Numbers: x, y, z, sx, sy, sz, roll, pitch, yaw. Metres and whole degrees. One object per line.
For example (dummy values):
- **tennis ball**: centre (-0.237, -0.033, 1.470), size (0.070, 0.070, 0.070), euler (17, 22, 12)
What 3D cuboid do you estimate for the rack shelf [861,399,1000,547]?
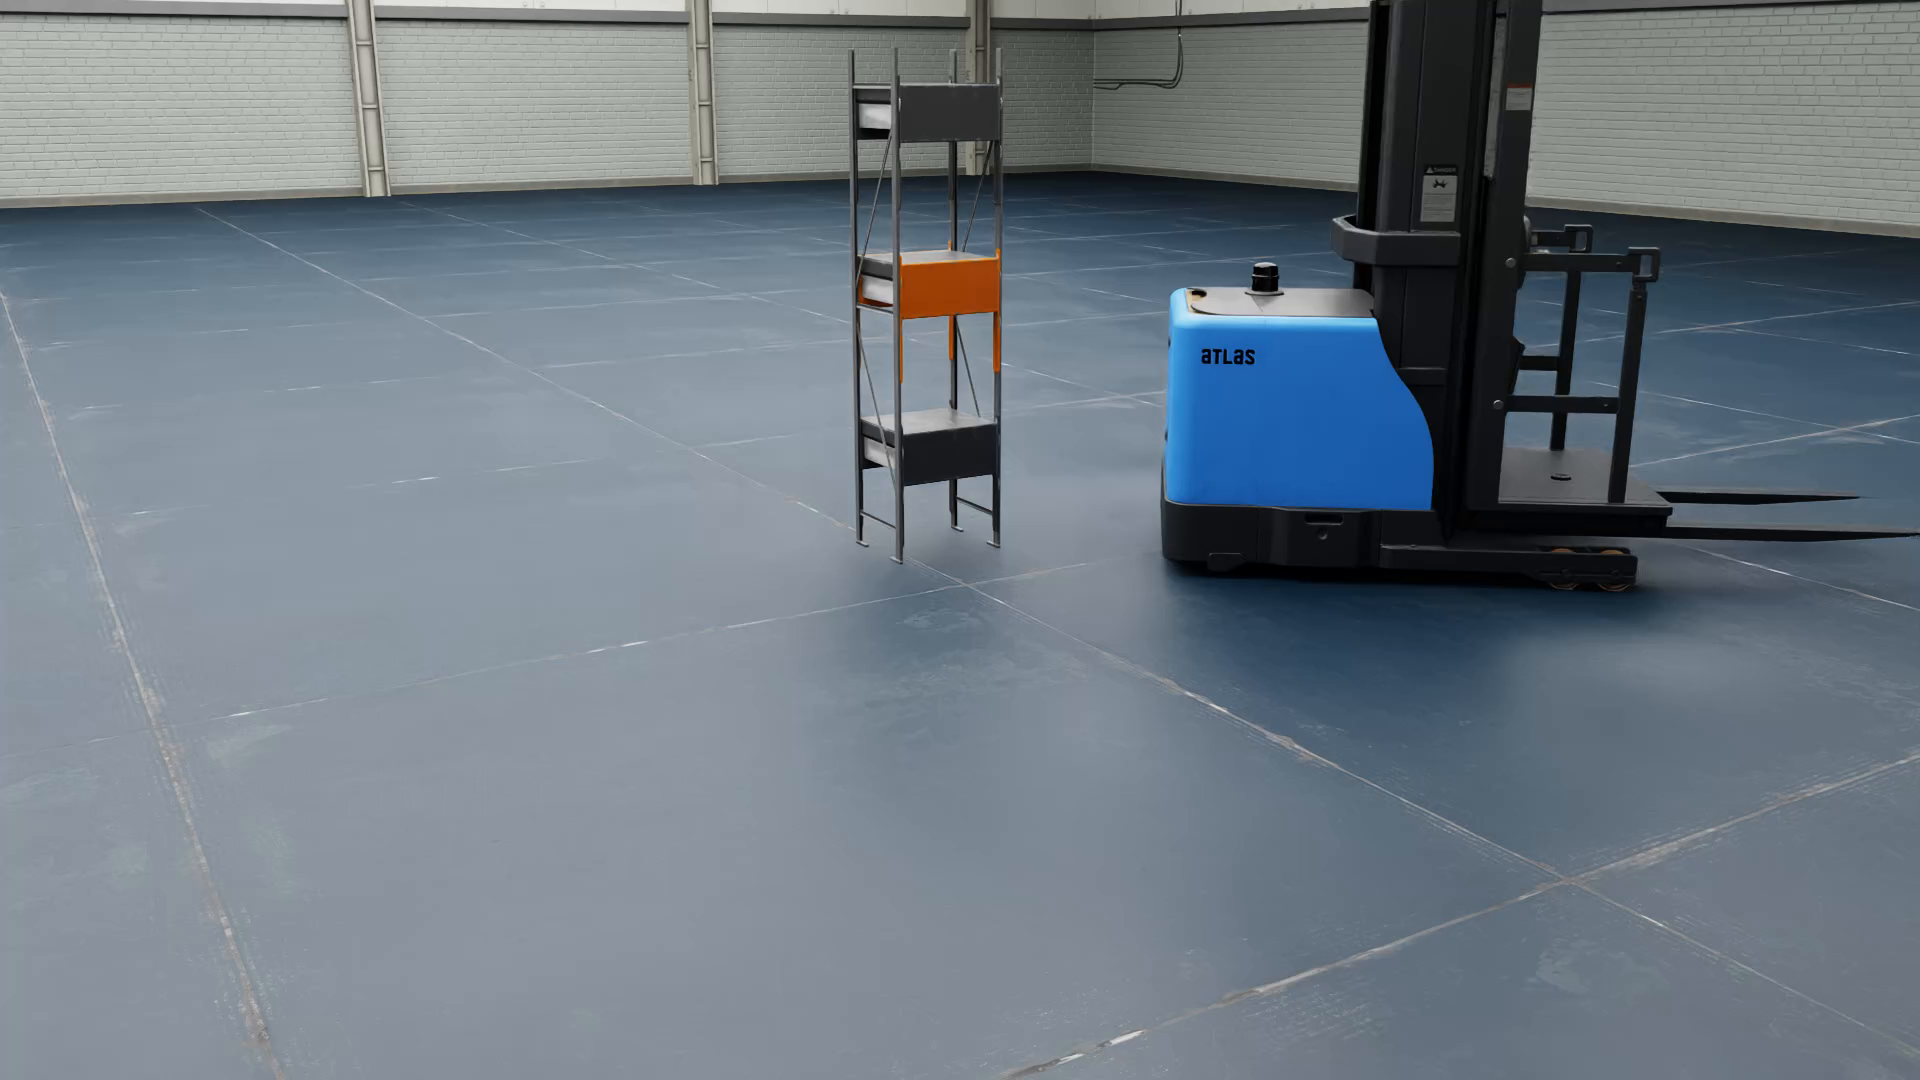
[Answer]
- **rack shelf**: centre (-0.142, -0.301, 7.237), size (0.480, 0.518, 0.431), euler (-9, 18, -30)

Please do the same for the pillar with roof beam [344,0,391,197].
- **pillar with roof beam**: centre (-7.711, -9.197, 23.547), size (0.400, 9.000, 9.100), euler (-9, 18, -30)

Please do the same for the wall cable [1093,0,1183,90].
- **wall cable**: centre (3.565, -10.470, 33.840), size (0.112, 2.526, 3.097), euler (-9, 18, -30)

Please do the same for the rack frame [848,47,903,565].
- **rack frame**: centre (-0.351, -0.954, 6.923), size (0.015, 2.100, 0.400), euler (-9, 18, -30)

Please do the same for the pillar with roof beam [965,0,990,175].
- **pillar with roof beam**: centre (2.576, -10.865, 29.498), size (0.400, 9.000, 9.100), euler (-9, 18, -30)

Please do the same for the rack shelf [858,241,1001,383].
- **rack shelf**: centre (-0.142, -0.975, 7.048), size (0.480, 0.518, 0.431), euler (-9, 18, -30)

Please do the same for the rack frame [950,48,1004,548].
- **rack frame**: centre (0.067, -1.022, 7.165), size (0.015, 2.100, 0.400), euler (-9, 18, -30)

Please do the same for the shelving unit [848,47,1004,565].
- **shelving unit**: centre (-0.142, -0.988, 7.044), size (0.503, 2.100, 0.431), euler (-9, 18, -30)

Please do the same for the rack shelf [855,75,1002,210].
- **rack shelf**: centre (-0.142, -1.649, 6.859), size (0.480, 0.518, 0.431), euler (-9, 18, -30)

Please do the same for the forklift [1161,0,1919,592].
- **forklift**: centre (2.397, -1.355, 6.814), size (3.031, 2.935, 1.130), euler (2, 16, 6)

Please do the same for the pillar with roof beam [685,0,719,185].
- **pillar with roof beam**: centre (-2.567, -10.031, 26.523), size (0.400, 9.000, 9.100), euler (-9, 18, -30)
